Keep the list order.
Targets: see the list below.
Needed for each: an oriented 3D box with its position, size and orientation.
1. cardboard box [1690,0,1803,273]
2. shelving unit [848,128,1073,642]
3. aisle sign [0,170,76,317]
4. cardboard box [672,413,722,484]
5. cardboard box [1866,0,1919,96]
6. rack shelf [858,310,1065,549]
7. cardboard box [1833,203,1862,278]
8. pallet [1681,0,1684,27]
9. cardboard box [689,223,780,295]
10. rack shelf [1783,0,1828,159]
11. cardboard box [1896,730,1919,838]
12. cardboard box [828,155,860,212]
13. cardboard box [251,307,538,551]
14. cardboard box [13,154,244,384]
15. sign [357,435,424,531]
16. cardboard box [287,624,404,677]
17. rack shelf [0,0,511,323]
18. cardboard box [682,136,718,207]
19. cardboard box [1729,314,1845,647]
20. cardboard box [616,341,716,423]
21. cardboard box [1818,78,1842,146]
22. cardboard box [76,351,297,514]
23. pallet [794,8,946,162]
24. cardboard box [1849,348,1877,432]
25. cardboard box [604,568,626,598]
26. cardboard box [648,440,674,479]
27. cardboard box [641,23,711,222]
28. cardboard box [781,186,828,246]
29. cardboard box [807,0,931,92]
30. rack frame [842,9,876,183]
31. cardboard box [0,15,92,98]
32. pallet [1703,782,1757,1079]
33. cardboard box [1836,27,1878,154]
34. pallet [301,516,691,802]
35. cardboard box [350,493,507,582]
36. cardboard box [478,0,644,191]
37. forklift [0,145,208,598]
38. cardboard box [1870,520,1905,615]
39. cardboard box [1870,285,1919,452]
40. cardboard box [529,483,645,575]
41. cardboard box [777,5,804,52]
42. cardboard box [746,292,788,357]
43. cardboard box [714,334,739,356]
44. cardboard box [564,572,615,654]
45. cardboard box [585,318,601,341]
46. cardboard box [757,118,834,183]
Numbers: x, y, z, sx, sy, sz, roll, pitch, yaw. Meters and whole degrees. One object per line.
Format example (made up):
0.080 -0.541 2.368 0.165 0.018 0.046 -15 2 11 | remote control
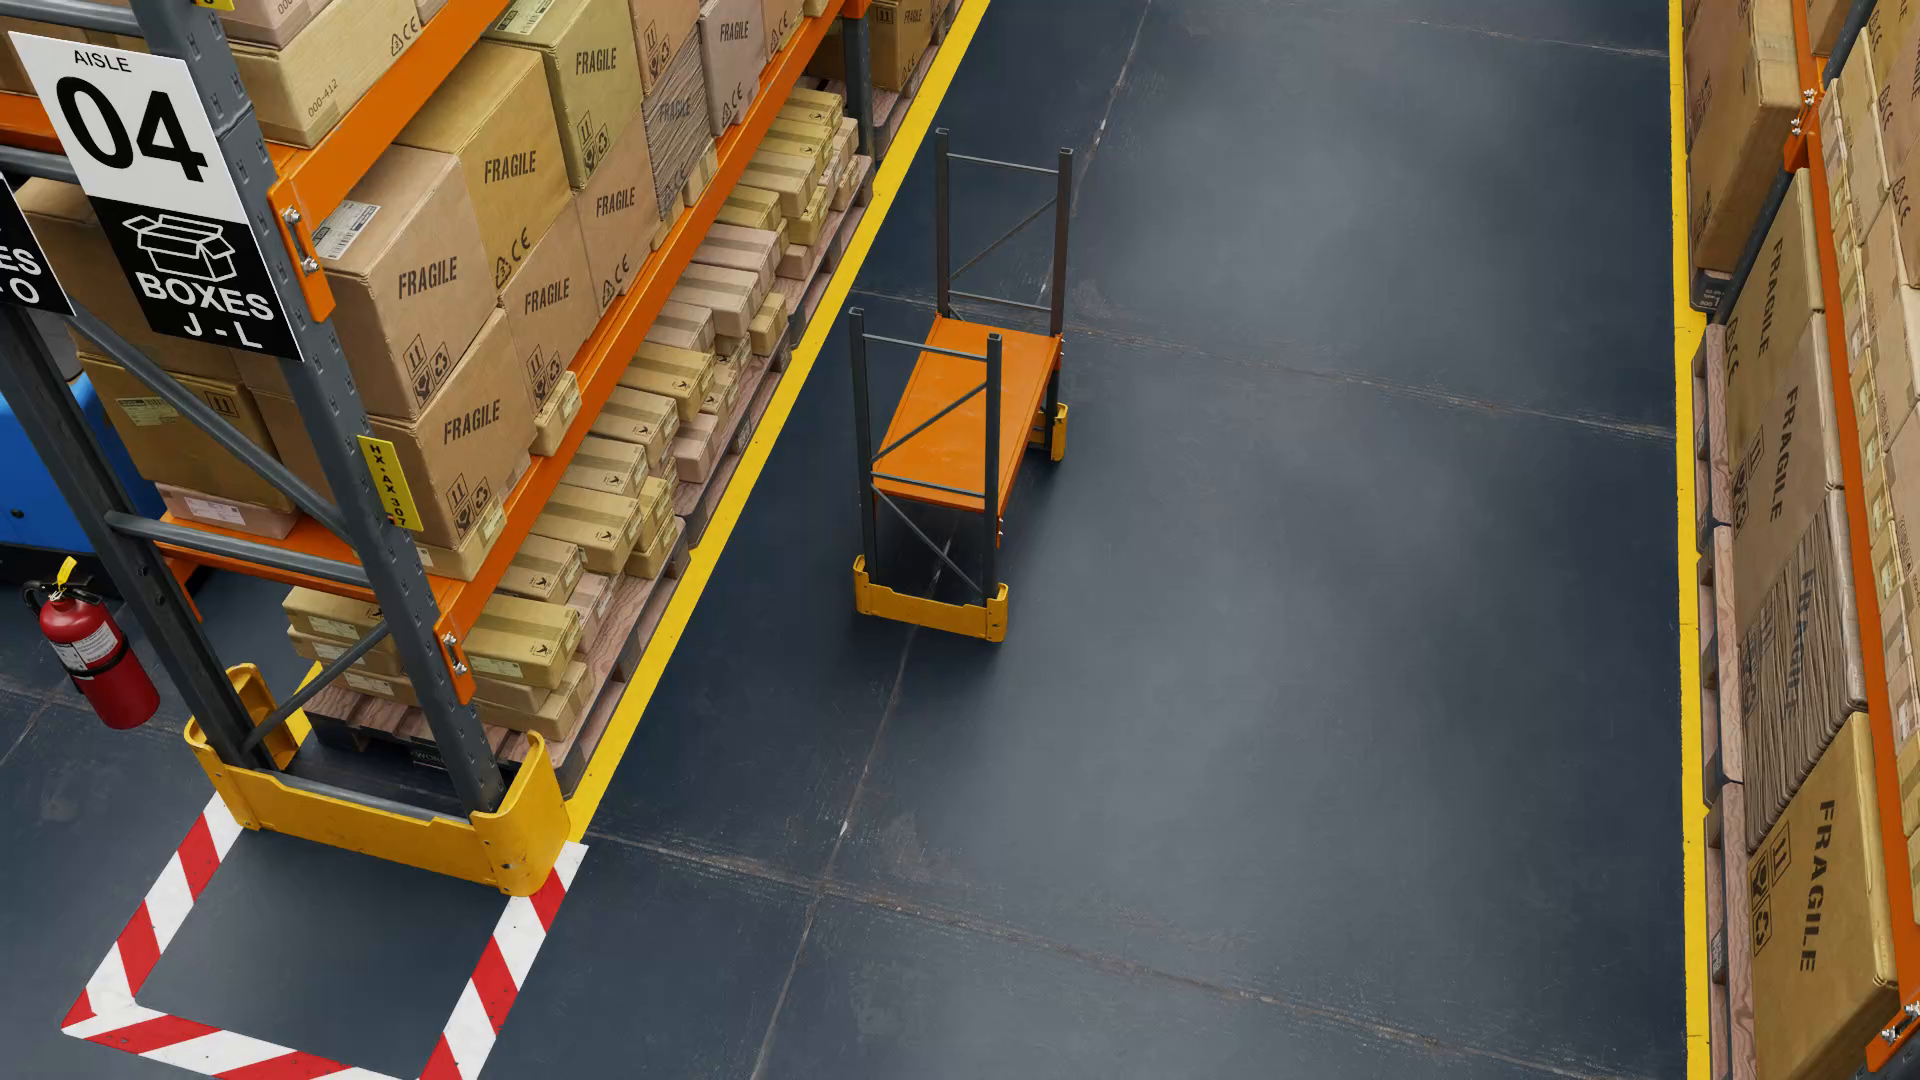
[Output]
3.992 -1.705 7.310 1.225 0.875 0.875 12 50 10 | cardboard box
0.020 -0.551 6.155 0.587 1.500 1.083 12 50 10 | shelving unit
-2.277 -0.828 3.665 0.394 0.787 0.004 12 50 10 | aisle sign
-1.175 -0.389 6.633 0.380 0.149 0.250 9 49 8 | cardboard box
3.470 -1.804 5.661 0.500 0.500 0.500 12 50 10 | cardboard box
0.022 -0.439 6.296 0.538 0.185 1.000 12 50 10 | rack shelf
3.239 -1.000 5.718 0.380 0.149 0.250 10 49 9 | cardboard box
4.616 -3.218 9.368 1.003 0.211 1.213 12 50 10 | pallet
-0.971 -1.178 6.932 0.380 0.149 0.250 9 49 8 | cardboard box
4.369 -3.011 7.806 1.077 0.370 4.000 12 50 10 | rack shelf
2.633 0.663 4.251 0.380 0.149 0.250 12 50 10 | cardboard box
-0.690 -1.699 7.789 0.380 0.149 0.250 12 50 11 | cardboard box
-1.584 -0.363 4.723 0.500 0.500 0.500 14 50 12 | cardboard box
-2.088 -0.804 4.445 0.500 0.500 0.500 11 49 9 | cardboard box
-1.445 -0.141 4.215 0.100 0.325 0.005 12 50 10 | sign
-2.105 0.307 5.820 0.380 0.149 0.250 10 49 9 | cardboard box
-1.442 -2.162 5.056 1.077 0.370 4.000 12 50 10 | rack shelf
-1.107 -1.373 6.048 0.380 0.149 0.250 12 50 11 | cardboard box
3.355 -0.126 5.916 0.875 0.875 0.875 12 50 10 | cardboard box
-1.175 -0.621 6.441 0.380 0.149 0.250 12 50 11 | cardboard box
3.444 -1.571 6.222 0.380 0.149 0.250 12 50 10 | cardboard box
-2.098 -0.469 4.817 0.500 0.500 0.500 12 50 11 | cardboard box
-0.712 -2.495 8.730 1.003 0.211 1.213 12 50 10 | pallet
3.035 -0.443 5.227 0.380 0.149 0.250 10 49 9 | cardboard box
-1.473 0.141 6.165 0.380 0.149 0.250 12 50 10 | cardboard box
-1.327 -0.340 6.391 0.380 0.149 0.250 9 49 8 | cardboard box
-1.198 -1.477 5.706 0.500 0.500 0.500 10 49 9 | cardboard box
-0.804 -1.462 7.382 0.380 0.149 0.250 10 49 9 | cardboard box
-0.465 -2.648 8.393 0.500 0.500 0.500 13 50 11 | cardboard box
-0.915 -2.854 7.187 1.000 3.000 0.127 12 50 10 | rack frame
-2.104 -1.285 3.902 0.500 0.250 0.500 11 49 9 | cardboard box
2.925 1.420 5.275 1.003 0.211 1.213 12 50 10 | pallet
3.467 -1.563 5.949 0.500 0.250 0.500 11 49 9 | cardboard box
-1.700 0.326 6.240 1.003 0.211 1.213 12 50 10 | pallet
-1.567 -0.048 4.878 0.380 0.149 0.250 11 50 10 | cardboard box
-1.309 -1.434 5.002 0.500 0.500 0.500 11 49 9 | cardboard box
-3.261 -1.858 6.354 1.130 2.935 3.031 7 49 6 | forklift
2.834 0.112 4.737 0.380 0.149 0.250 11 49 9 | cardboard box
3.063 -0.473 4.988 0.500 0.250 0.500 12 50 10 | cardboard box
-1.356 -0.046 5.933 0.380 0.149 0.250 11 50 10 | cardboard box
-0.856 -2.129 6.715 0.380 0.149 0.250 13 50 12 | cardboard box
-0.962 -0.950 7.128 0.380 0.149 0.250 11 50 10 | cardboard box
-1.103 -0.922 6.905 0.380 0.149 0.250 9 49 8 | cardboard box
-1.456 0.230 5.889 0.380 0.149 0.250 11 50 10 | cardboard box
-1.386 -0.830 5.568 0.380 0.149 0.250 11 50 10 | cardboard box
-0.787 -1.746 7.433 0.380 0.149 0.250 12 50 11 | cardboard box
